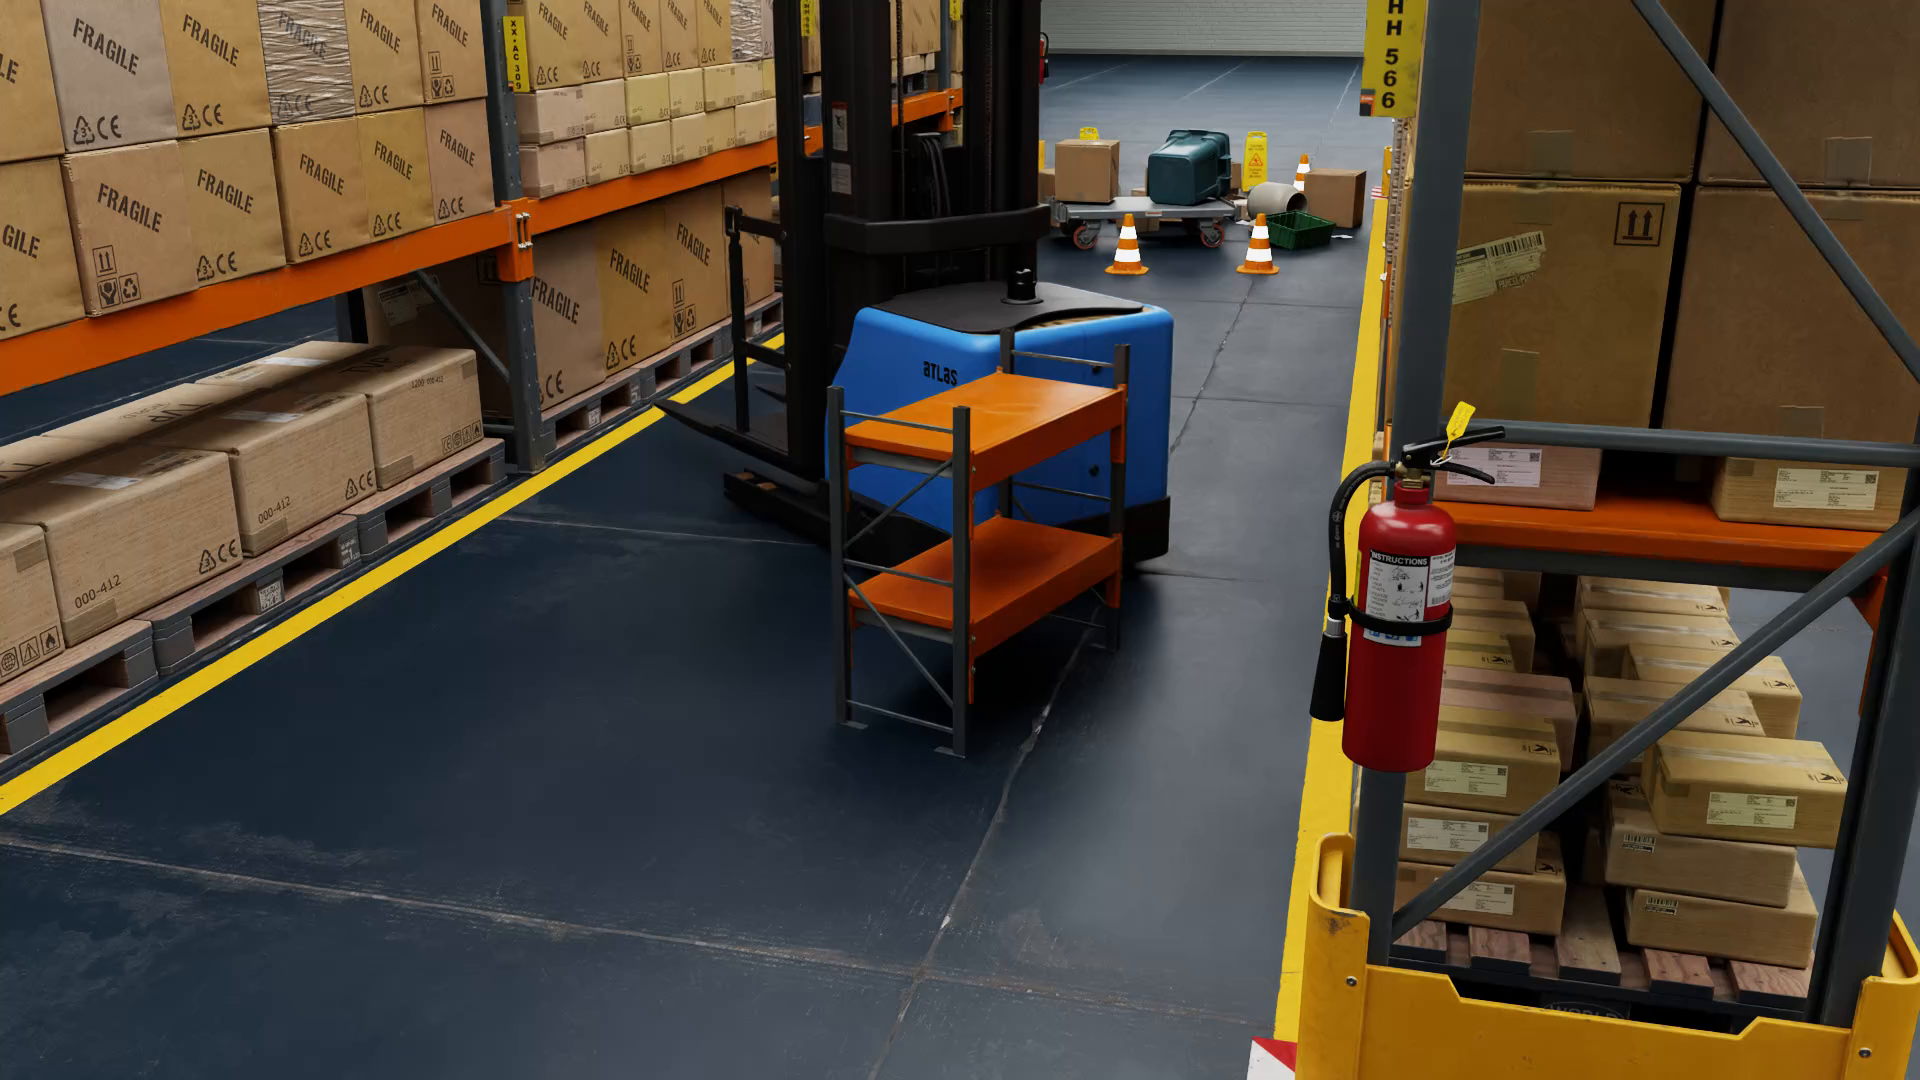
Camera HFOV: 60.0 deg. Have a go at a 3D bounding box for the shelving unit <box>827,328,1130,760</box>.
[{"bbox_3d":[0.086,-0.033,5.545,0.538,1.125,1.048,12,22,31],"label":"shelving unit"}]

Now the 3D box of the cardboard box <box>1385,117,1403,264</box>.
[{"bbox_3d":[1.648,-1.169,5.355,0.500,0.500,0.500,4,19,12],"label":"cardboard box"}]

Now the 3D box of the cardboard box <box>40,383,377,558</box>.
[{"bbox_3d":[-3.015,-0.304,6.750,0.875,0.438,0.875,4,19,12],"label":"cardboard box"}]

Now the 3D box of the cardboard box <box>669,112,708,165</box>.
[{"bbox_3d":[-1.779,-2.310,9.542,0.500,0.250,0.500,4,19,12],"label":"cardboard box"}]

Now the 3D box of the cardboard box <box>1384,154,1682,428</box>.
[{"bbox_3d":[1.168,-0.523,3.462,0.500,0.500,0.500,5,20,14],"label":"cardboard box"}]

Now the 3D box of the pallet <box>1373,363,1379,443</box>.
[{"bbox_3d":[2.770,-0.735,9.013,1.003,0.211,1.213,5,19,13],"label":"pallet"}]

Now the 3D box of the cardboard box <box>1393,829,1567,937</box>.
[{"bbox_3d":[1.235,0.796,3.978,0.380,0.149,0.250,5,19,14],"label":"cardboard box"}]

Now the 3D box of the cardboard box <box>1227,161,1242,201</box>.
[{"bbox_3d":[2.419,-3.616,16.995,0.797,0.503,0.637,-9,21,-24],"label":"cardboard box"}]

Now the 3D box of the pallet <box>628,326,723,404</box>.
[{"bbox_3d":[-2.128,-1.098,10.076,1.003,0.211,1.213,5,19,13],"label":"pallet"}]

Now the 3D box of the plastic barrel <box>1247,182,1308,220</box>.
[{"bbox_3d":[3.030,-3.192,15.878,0.421,0.421,0.512,-13,23,-34],"label":"plastic barrel"}]

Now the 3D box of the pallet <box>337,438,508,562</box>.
[{"bbox_3d":[-2.801,-0.234,7.548,1.003,0.211,1.213,5,19,13],"label":"pallet"}]

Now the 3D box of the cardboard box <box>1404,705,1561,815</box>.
[{"bbox_3d":[1.192,0.510,3.895,0.380,0.149,0.250,5,19,14],"label":"cardboard box"}]

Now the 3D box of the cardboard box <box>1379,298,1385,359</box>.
[{"bbox_3d":[2.602,-1.176,9.207,0.500,0.500,0.500,4,19,12],"label":"cardboard box"}]

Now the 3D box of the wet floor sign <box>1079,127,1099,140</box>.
[{"bbox_3d":[1.477,-4.408,19.096,0.267,0.644,0.232,12,22,32],"label":"wet floor sign"}]

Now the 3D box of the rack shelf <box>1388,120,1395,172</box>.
[{"bbox_3d":[3.751,-2.967,12.347,1.077,0.370,4.000,5,19,13],"label":"rack shelf"}]

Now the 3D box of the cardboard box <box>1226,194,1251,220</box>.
[{"bbox_3d":[2.874,-3.325,16.511,0.396,0.266,0.258,8,21,23],"label":"cardboard box"}]

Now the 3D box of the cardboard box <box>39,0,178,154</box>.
[{"bbox_3d":[-2.885,-1.505,5.253,0.500,0.500,0.500,5,19,13],"label":"cardboard box"}]

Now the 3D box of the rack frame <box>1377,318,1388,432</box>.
[{"bbox_3d":[2.285,-1.427,6.725,1.000,3.000,0.127,5,19,13],"label":"rack frame"}]

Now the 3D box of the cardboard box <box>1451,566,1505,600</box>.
[{"bbox_3d":[1.385,0.179,4.862,0.380,0.149,0.250,5,20,15],"label":"cardboard box"}]

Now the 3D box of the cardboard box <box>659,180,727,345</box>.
[{"bbox_3d":[-2.033,-1.744,10.291,0.875,0.875,0.875,5,19,14],"label":"cardboard box"}]

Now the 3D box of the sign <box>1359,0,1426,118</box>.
[{"bbox_3d":[0.775,-0.921,2.963,0.100,0.325,0.005,5,19,13],"label":"sign"}]

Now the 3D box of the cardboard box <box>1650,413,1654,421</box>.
[{"bbox_3d":[1.775,-0.385,4.064,0.380,0.149,0.250,6,20,16],"label":"cardboard box"}]

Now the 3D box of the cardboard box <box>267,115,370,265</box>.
[{"bbox_3d":[-2.634,-1.348,6.338,0.500,0.500,0.500,4,19,13],"label":"cardboard box"}]

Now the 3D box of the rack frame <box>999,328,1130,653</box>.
[{"bbox_3d":[0.360,-0.172,5.950,0.500,1.125,0.032,12,22,31],"label":"rack frame"}]

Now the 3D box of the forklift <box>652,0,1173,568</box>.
[{"bbox_3d":[-0.424,-1.565,7.234,1.130,2.935,3.031,-13,23,-34],"label":"forklift"}]

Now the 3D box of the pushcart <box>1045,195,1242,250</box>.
[{"bbox_3d":[1.639,-2.888,15.060,1.648,0.377,0.936,-2,19,-6],"label":"pushcart"}]

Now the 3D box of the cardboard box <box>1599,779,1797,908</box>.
[{"bbox_3d":[1.685,0.692,3.820,0.380,0.149,0.250,5,20,16],"label":"cardboard box"}]

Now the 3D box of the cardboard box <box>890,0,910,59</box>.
[{"bbox_3d":[-0.727,-4.201,13.581,0.500,0.500,0.500,5,20,15],"label":"cardboard box"}]

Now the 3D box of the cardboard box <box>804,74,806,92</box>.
[{"bbox_3d":[-1.302,-3.207,11.675,0.380,0.149,0.250,4,19,10],"label":"cardboard box"}]

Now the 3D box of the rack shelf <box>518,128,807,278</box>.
[{"bbox_3d":[-2.051,-2.073,9.728,1.077,0.370,4.000,5,19,13],"label":"rack shelf"}]

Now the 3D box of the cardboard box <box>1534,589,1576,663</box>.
[{"bbox_3d":[1.948,0.277,5.038,0.380,0.149,0.250,6,20,16],"label":"cardboard box"}]

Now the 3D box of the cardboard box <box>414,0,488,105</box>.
[{"bbox_3d":[-2.387,-2.137,7.102,0.500,0.500,0.500,4,19,13],"label":"cardboard box"}]

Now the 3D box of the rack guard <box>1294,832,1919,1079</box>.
[{"bbox_3d":[1.327,0.986,3.528,1.175,0.500,0.348,5,19,13],"label":"rack guard"}]

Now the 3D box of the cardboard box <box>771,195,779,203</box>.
[{"bbox_3d":[-1.051,-2.641,13.694,0.950,0.372,0.625,5,20,15],"label":"cardboard box"}]

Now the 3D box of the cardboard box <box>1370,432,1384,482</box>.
[{"bbox_3d":[1.887,-0.329,6.811,0.380,0.149,0.250,6,20,16],"label":"cardboard box"}]

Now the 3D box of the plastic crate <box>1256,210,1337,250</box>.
[{"bbox_3d":[3.012,-2.789,14.974,0.450,0.188,0.662,29,33,36],"label":"plastic crate"}]

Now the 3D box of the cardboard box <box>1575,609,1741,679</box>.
[{"bbox_3d":[1.882,0.309,4.482,0.380,0.149,0.250,4,19,11],"label":"cardboard box"}]

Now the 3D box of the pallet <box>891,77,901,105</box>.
[{"bbox_3d":[-1.118,-3.573,13.304,1.003,0.211,1.213,5,19,13],"label":"pallet"}]

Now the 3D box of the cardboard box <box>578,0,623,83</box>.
[{"bbox_3d":[-2.055,-2.584,8.409,0.500,0.500,0.500,5,19,13],"label":"cardboard box"}]

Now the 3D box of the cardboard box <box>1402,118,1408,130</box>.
[{"bbox_3d":[1.421,-1.320,4.250,0.500,0.500,0.500,6,20,16],"label":"cardboard box"}]

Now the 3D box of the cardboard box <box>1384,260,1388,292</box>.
[{"bbox_3d":[2.476,-1.378,8.639,0.500,0.250,0.500,4,19,11],"label":"cardboard box"}]

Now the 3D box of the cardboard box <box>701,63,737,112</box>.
[{"bbox_3d":[-1.661,-2.711,9.941,0.500,0.250,0.500,4,19,12],"label":"cardboard box"}]

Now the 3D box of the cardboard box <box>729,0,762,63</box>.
[{"bbox_3d":[-1.552,-3.216,10.262,0.500,0.500,0.500,5,19,14],"label":"cardboard box"}]

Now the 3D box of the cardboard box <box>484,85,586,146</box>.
[{"bbox_3d":[-2.158,-2.067,8.059,0.500,0.250,0.500,4,19,12],"label":"cardboard box"}]

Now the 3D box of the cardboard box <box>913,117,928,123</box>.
[{"bbox_3d":[-0.578,-3.912,16.445,0.500,0.500,0.500,5,19,14],"label":"cardboard box"}]

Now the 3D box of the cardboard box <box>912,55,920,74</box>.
[{"bbox_3d":[-0.552,-4.026,14.072,0.380,0.149,0.250,4,19,12],"label":"cardboard box"}]
